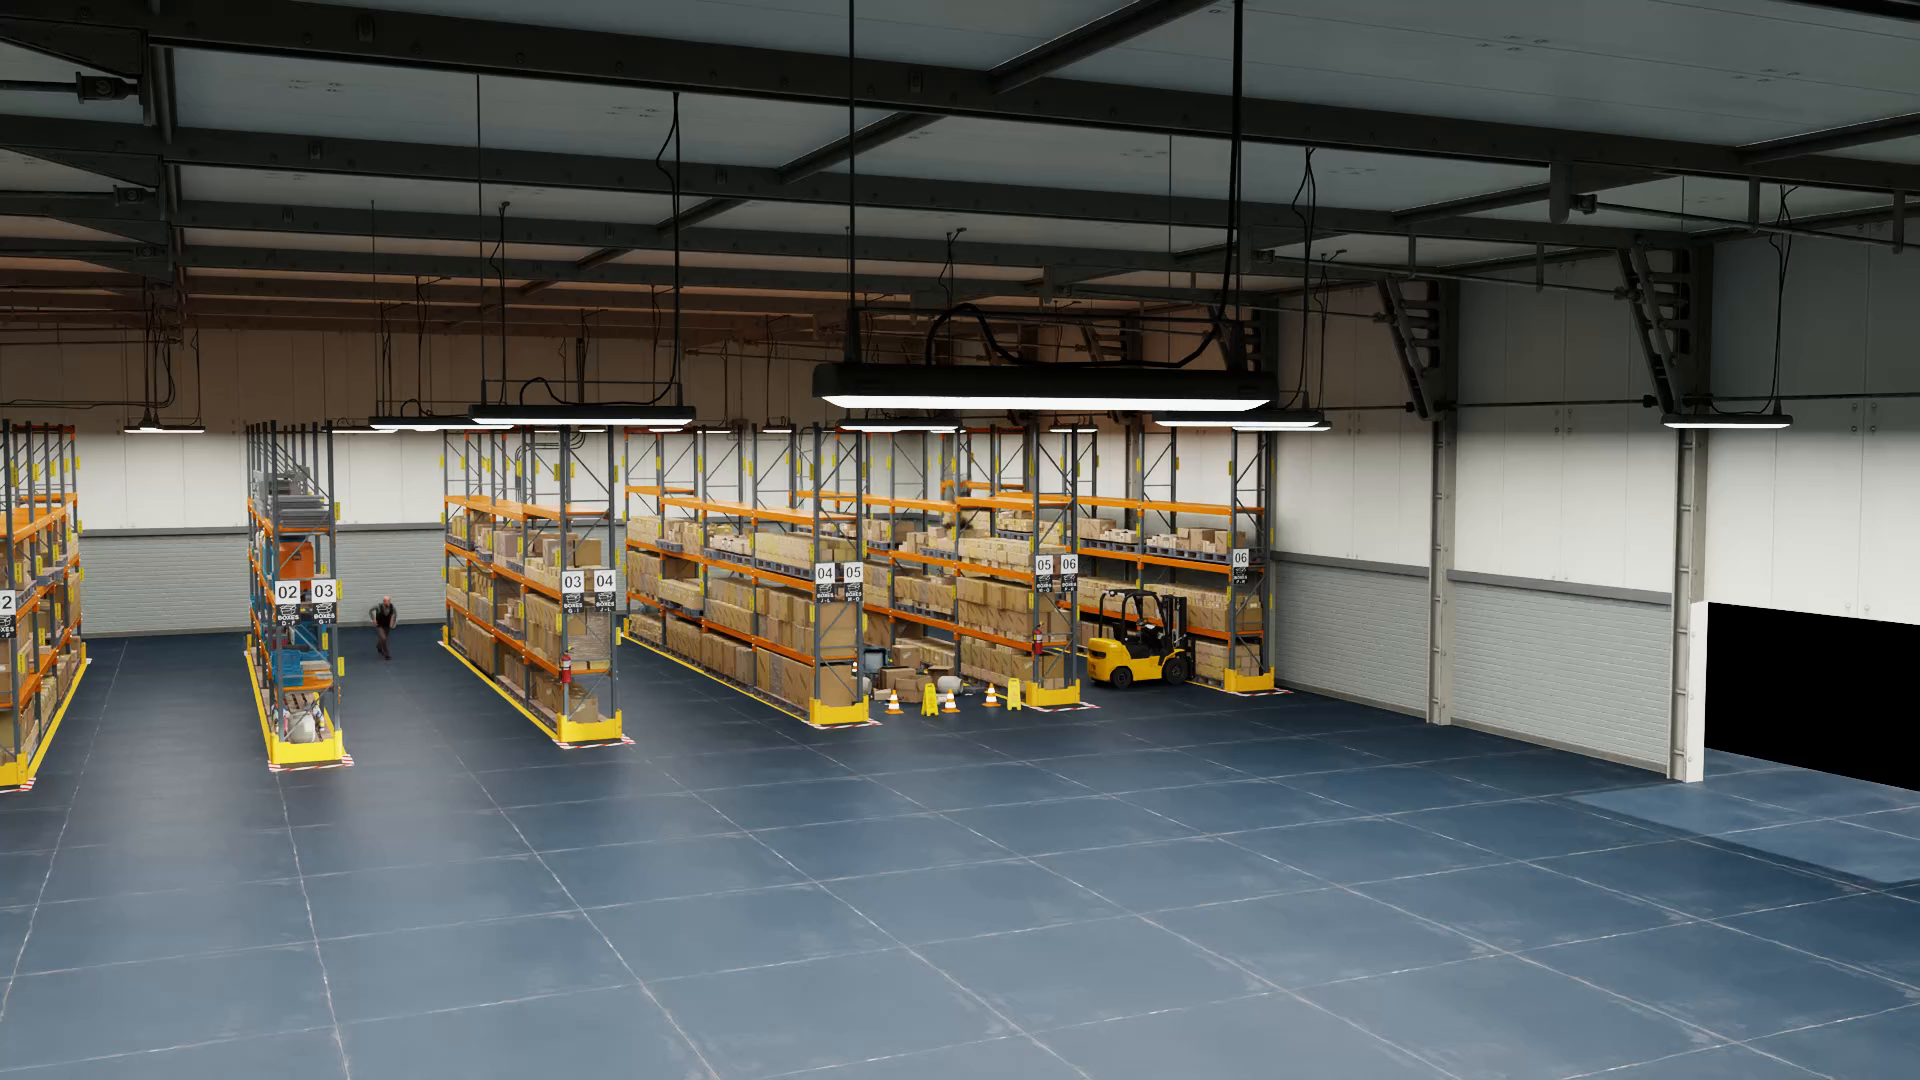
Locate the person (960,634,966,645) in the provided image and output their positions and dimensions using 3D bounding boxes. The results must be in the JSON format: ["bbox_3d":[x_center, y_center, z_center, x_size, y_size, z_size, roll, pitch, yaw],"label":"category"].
[{"bbox_3d":[0.037,2.219,43.364,0.549,1.612,0.713,-1,4,-21],"label":"person"}]

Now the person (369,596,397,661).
[{"bbox_3d":[-14.825,2.257,42.674,0.691,1.675,1.002,-2,4,-34],"label":"person"}]

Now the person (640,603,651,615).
[{"bbox_3d":[-9.247,1.798,49.021,0.639,1.714,0.688,-2,4,-30],"label":"person"}]
